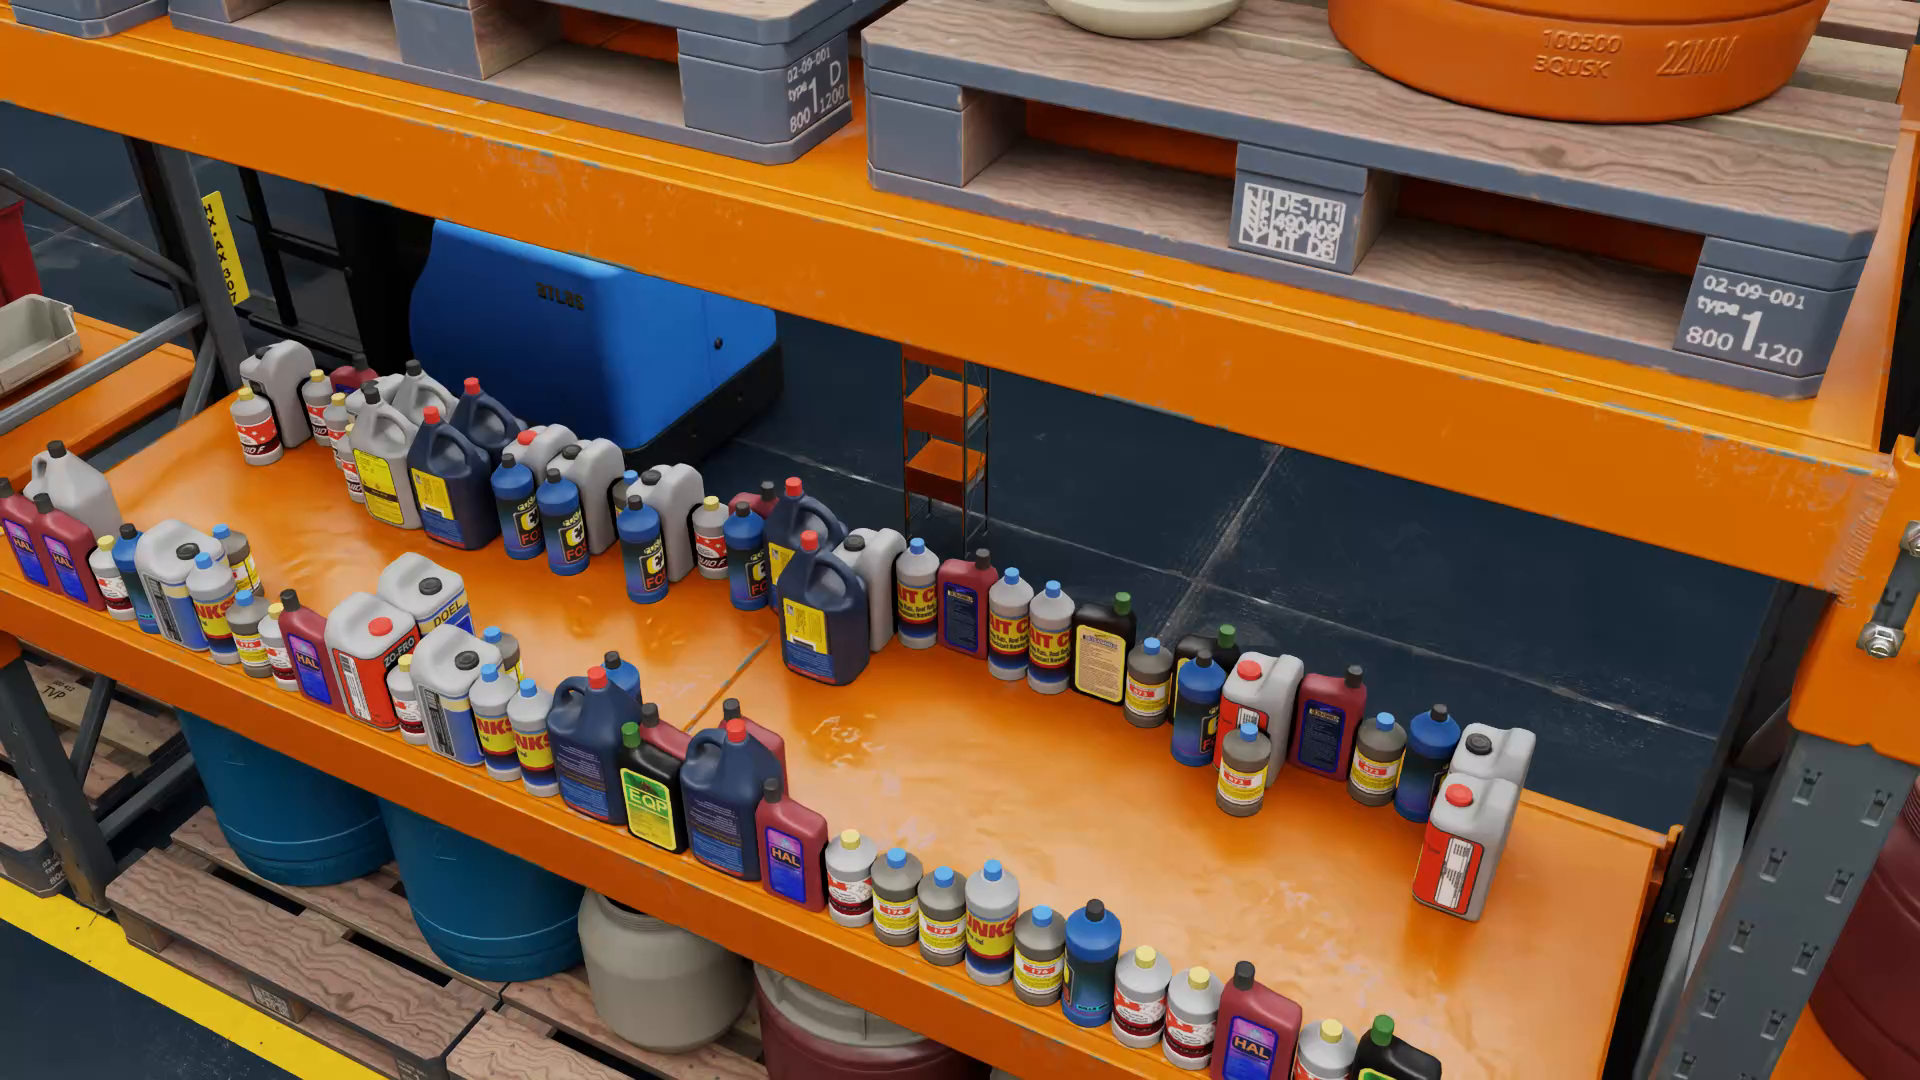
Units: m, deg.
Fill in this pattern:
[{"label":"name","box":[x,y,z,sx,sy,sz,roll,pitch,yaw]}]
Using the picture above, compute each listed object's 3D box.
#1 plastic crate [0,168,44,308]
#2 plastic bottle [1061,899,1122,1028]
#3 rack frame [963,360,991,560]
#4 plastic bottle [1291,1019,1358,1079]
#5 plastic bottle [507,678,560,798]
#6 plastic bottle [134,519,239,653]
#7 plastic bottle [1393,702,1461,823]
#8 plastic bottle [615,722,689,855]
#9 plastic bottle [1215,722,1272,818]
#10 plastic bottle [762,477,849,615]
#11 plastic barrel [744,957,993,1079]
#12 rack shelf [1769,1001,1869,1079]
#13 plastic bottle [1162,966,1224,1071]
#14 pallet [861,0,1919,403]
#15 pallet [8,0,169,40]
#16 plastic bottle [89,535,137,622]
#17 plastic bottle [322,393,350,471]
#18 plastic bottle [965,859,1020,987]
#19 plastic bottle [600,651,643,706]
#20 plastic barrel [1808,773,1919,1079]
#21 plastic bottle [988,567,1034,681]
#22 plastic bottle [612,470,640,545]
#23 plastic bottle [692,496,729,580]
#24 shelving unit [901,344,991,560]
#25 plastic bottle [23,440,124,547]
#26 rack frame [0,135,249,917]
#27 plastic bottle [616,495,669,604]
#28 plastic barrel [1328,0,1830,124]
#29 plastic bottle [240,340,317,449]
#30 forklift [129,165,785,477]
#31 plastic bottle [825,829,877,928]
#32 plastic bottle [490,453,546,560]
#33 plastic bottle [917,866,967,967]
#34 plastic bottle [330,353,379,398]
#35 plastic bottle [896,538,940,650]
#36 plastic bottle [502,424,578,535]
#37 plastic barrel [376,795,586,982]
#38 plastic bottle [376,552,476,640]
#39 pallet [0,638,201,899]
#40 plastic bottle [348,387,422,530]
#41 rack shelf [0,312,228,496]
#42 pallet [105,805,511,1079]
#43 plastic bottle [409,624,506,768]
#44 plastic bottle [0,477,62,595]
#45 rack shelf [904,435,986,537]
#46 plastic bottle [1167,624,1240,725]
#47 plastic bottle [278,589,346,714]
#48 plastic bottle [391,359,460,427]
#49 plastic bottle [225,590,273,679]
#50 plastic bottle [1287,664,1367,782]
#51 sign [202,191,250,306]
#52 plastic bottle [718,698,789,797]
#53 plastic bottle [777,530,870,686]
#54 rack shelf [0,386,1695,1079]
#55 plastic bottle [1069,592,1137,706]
[{"label":"plastic crate","box":[-2.972,-0.822,4.749,0.583,0.464,0.402,17,41,21]},{"label":"plastic bottle","box":[0.230,0.730,2.913,0.097,0.271,0.097,0,37,0]},{"label":"rack frame","box":[0.061,-0.399,5.907,0.008,1.050,0.200,17,41,21]},{"label":"plastic bottle","box":[0.608,0.877,2.779,0.097,0.201,0.097,0,37,0]},{"label":"plastic bottle","box":[-0.853,0.391,3.360,0.097,0.271,0.097,0,37,0]},{"label":"plastic bottle","box":[-1.733,0.095,3.747,0.135,0.276,0.152,17,41,21]},{"label":"plastic bottle","box":[0.932,0.433,3.305,0.097,0.271,0.097,0,37,0]},{"label":"plastic bottle","box":[-0.595,0.480,3.234,0.133,0.283,0.061,17,41,21]},{"label":"plastic bottle","box":[0.570,0.452,3.338,0.097,0.201,0.097,0,37,0]},{"label":"plastic bottle","box":[-0.349,0.016,3.788,0.185,0.351,0.144,17,41,21]},{"label":"plastic barrel","box":[-0.187,1.075,4.000,0.708,0.588,0.600,17,41,21]},{"label":"rack shelf","box":[3.034,1.565,2.302,4.000,0.370,1.077,17,41,21]},{"label":"plastic bottle","box":[0.403,0.812,2.863,0.097,0.201,0.097,0,37,0]},{"label":"pallet","box":[0.623,-0.662,2.316,1.213,0.211,1.003,17,41,21]},{"label":"pallet","box":[-1.553,-1.343,3.214,1.003,0.211,1.213,17,41,21]},{"label":"plastic bottle","box":[-1.936,0.080,3.828,0.097,0.201,0.097,0,37,0]},{"label":"plastic bottle","box":[-1.590,-0.287,4.311,0.097,0.201,0.097,0,37,0]},{"label":"plastic bottle","box":[0.058,0.676,2.985,0.097,0.271,0.097,0,37,0]},{"label":"plastic bottle","box":[-0.701,0.341,3.427,0.097,0.271,0.097,0,37,0]},{"label":"plastic barrel","box":[1.809,0.635,2.820,0.708,0.536,0.600,17,41,21]},{"label":"plastic bottle","box":[0.111,0.176,3.643,0.097,0.271,0.097,0,37,0]},{"label":"plastic bottle","box":[-0.788,-0.077,4.035,0.097,0.201,0.097,0,37,0]},{"label":"plastic bottle","box":[-0.582,-0.013,3.950,0.097,0.201,0.097,0,37,0]},{"label":"shelving unit","box":[-0.048,-0.433,5.952,0.252,1.050,0.215,17,41,21]},{"label":"plastic bottle","box":[-2.095,-0.087,3.924,0.185,0.351,0.144,17,41,21]},{"label":"rack frame","box":[-2.294,-0.389,4.282,0.127,3.000,1.000,17,41,21]},{"label":"plastic bottle","box":[-0.739,0.014,3.857,0.097,0.271,0.097,0,37,0]},{"label":"plastic barrel","box":[0.755,-0.970,1.863,0.708,0.830,0.600,17,41,21]},{"label":"plastic bottle","box":[-1.796,-0.404,4.404,0.135,0.276,0.152,17,41,21]},{"label":"forklift","box":[-2.273,-1.947,6.391,3.031,2.935,1.130,19,41,23]},{"label":"plastic bottle","box":[-0.202,0.623,3.113,0.097,0.201,0.097,0,37,0]},{"label":"plastic bottle","box":[-1.064,-0.088,3.992,0.097,0.271,0.097,0,37,0]},{"label":"plastic bottle","box":[-0.029,0.677,3.041,0.097,0.201,0.097,0,37,0]},{"label":"plastic bottle","box":[-1.569,-0.367,4.349,0.133,0.283,0.061,17,41,21]},{"label":"plastic bottle","box":[-0.094,0.112,3.728,0.097,0.271,0.097,0,37,0]},{"label":"plastic bottle","box":[-1.023,-0.162,4.085,0.135,0.276,0.152,17,41,21]},{"label":"plastic barrel","box":[-1.190,0.636,4.319,0.708,0.901,0.600,17,41,21]},{"label":"plastic bottle","box":[-1.166,0.169,3.649,0.135,0.276,0.152,17,41,21]},{"label":"pallet","box":[-2.965,0.538,5.367,1.213,0.211,1.003,17,41,21]},{"label":"plastic bottle","box":[-1.394,-0.212,4.090,0.185,0.351,0.144,17,41,21]},{"label":"rack shelf","box":[-4.070,-0.659,5.232,4.000,0.370,1.077,17,41,21]},{"label":"pallet","box":[-1.628,0.958,4.813,1.213,0.211,1.003,17,41,21]},{"label":"plastic bottle","box":[-1.030,0.315,3.456,0.135,0.276,0.152,17,41,21]},{"label":"plastic bottle","box":[-2.165,-0.012,3.881,0.133,0.283,0.061,17,41,21]},{"label":"rack shelf","box":[-0.048,-0.203,6.127,0.240,0.259,0.215,17,41,21]},{"label":"plastic bottle","box":[0.513,0.285,3.490,0.133,0.283,0.061,17,41,21]},{"label":"plastic bottle","box":[-1.376,0.235,3.556,0.133,0.283,0.061,17,41,21]},{"label":"plastic bottle","box":[-1.328,-0.290,4.192,0.185,0.351,0.144,17,41,21]},{"label":"plastic bottle","box":[-1.557,0.199,3.672,0.097,0.201,0.097,0,37,0]},{"label":"plastic bottle","box":[0.751,0.360,3.392,0.133,0.283,0.061,17,41,21]},{"label":"sign","box":[-2.040,-0.794,4.587,0.005,0.325,0.100,17,41,21]},{"label":"plastic bottle","box":[-0.410,0.439,3.287,0.133,0.283,0.061,17,41,21]},{"label":"plastic bottle","box":[-0.300,0.136,3.631,0.185,0.351,0.144,17,41,21]},{"label":"rack shelf","box":[-0.518,0.453,3.767,4.000,0.370,1.077,17,41,21]},{"label":"plastic bottle","box":[0.308,0.221,3.575,0.133,0.283,0.061,17,41,21]}]
